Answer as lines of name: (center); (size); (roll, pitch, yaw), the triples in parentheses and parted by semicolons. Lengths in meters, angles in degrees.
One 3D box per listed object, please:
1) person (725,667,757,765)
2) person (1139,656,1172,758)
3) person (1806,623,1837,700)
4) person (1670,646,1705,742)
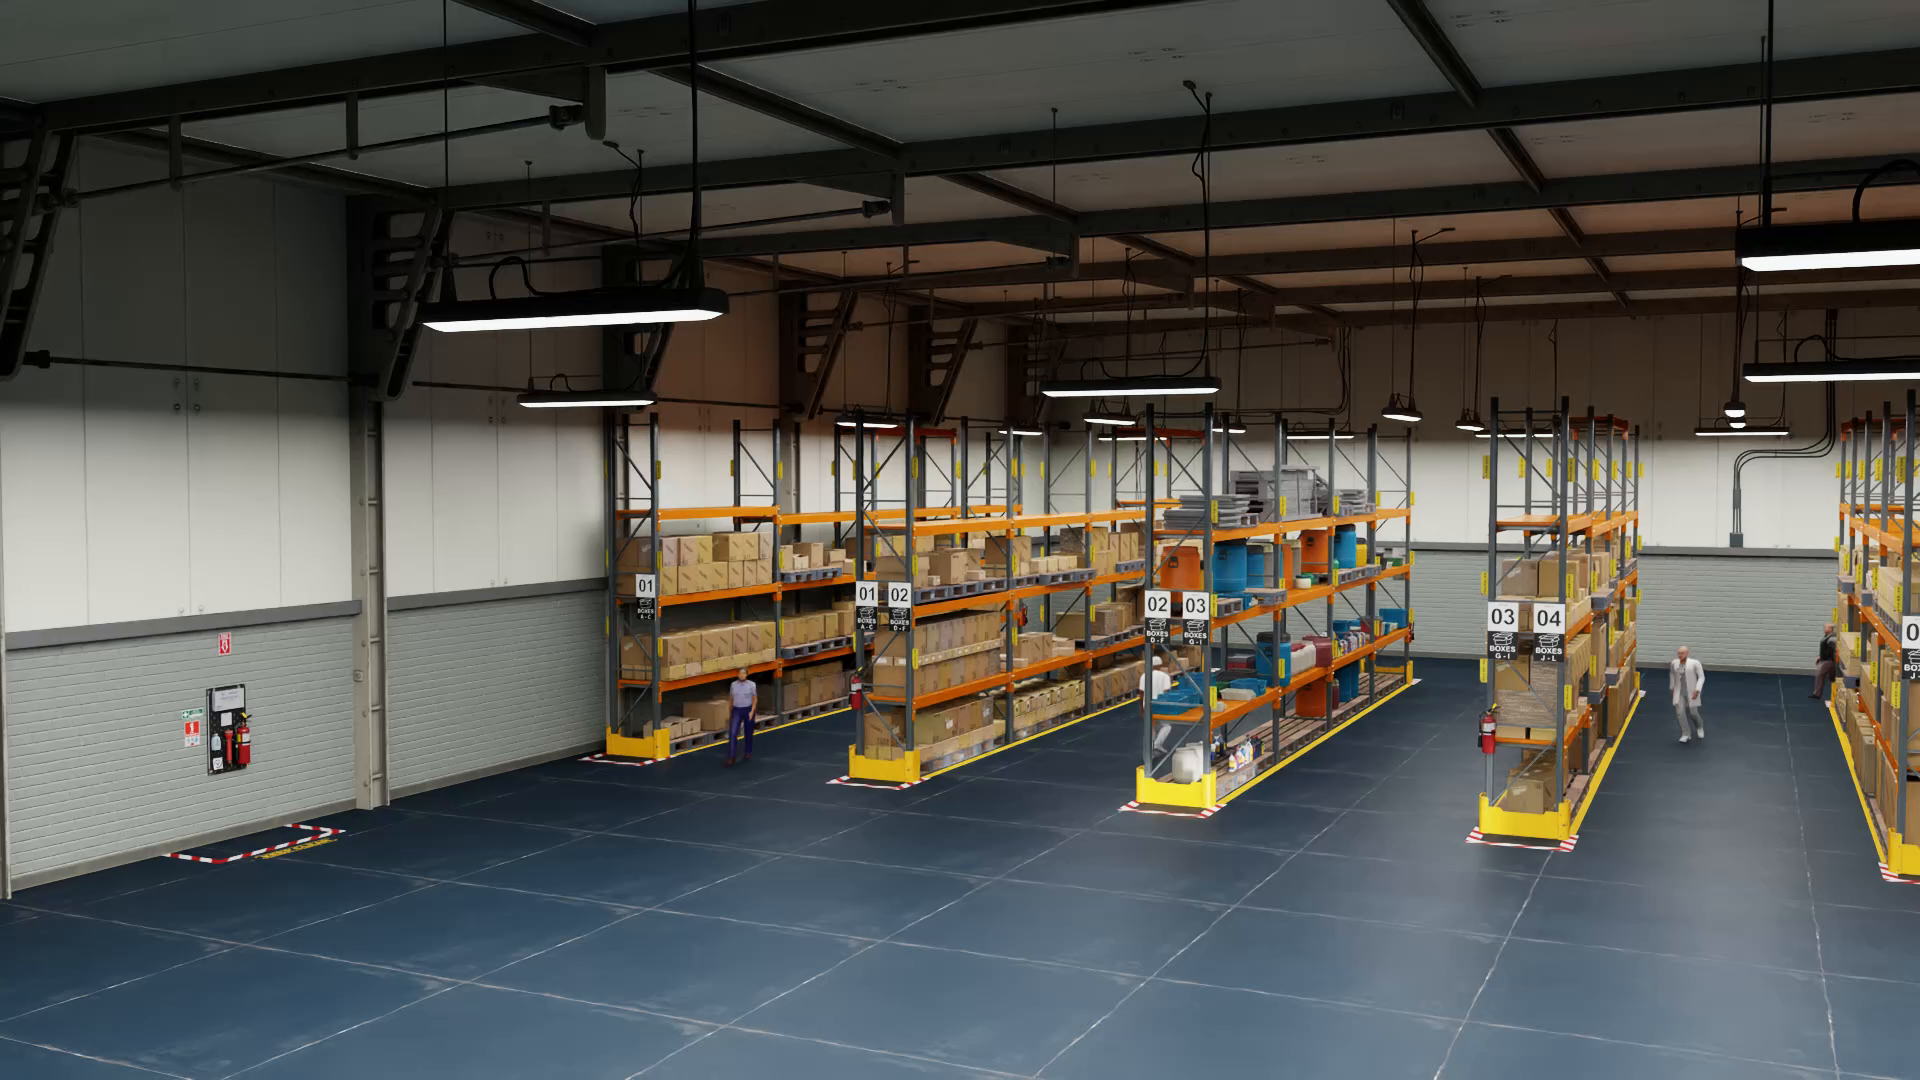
person: (-3.736, 2.981, 28.398); (0.537, 1.615, 0.834); (0, 2, -6)
person: (3.404, 2.901, 28.895); (0.612, 1.755, 0.490); (2, 3, 34)
person: (18.923, 2.634, 36.146); (1.007, 1.682, 0.550); (1, 2, 13)
person: (13.510, 2.835, 30.845); (0.641, 1.757, 0.750); (2, 3, 41)
